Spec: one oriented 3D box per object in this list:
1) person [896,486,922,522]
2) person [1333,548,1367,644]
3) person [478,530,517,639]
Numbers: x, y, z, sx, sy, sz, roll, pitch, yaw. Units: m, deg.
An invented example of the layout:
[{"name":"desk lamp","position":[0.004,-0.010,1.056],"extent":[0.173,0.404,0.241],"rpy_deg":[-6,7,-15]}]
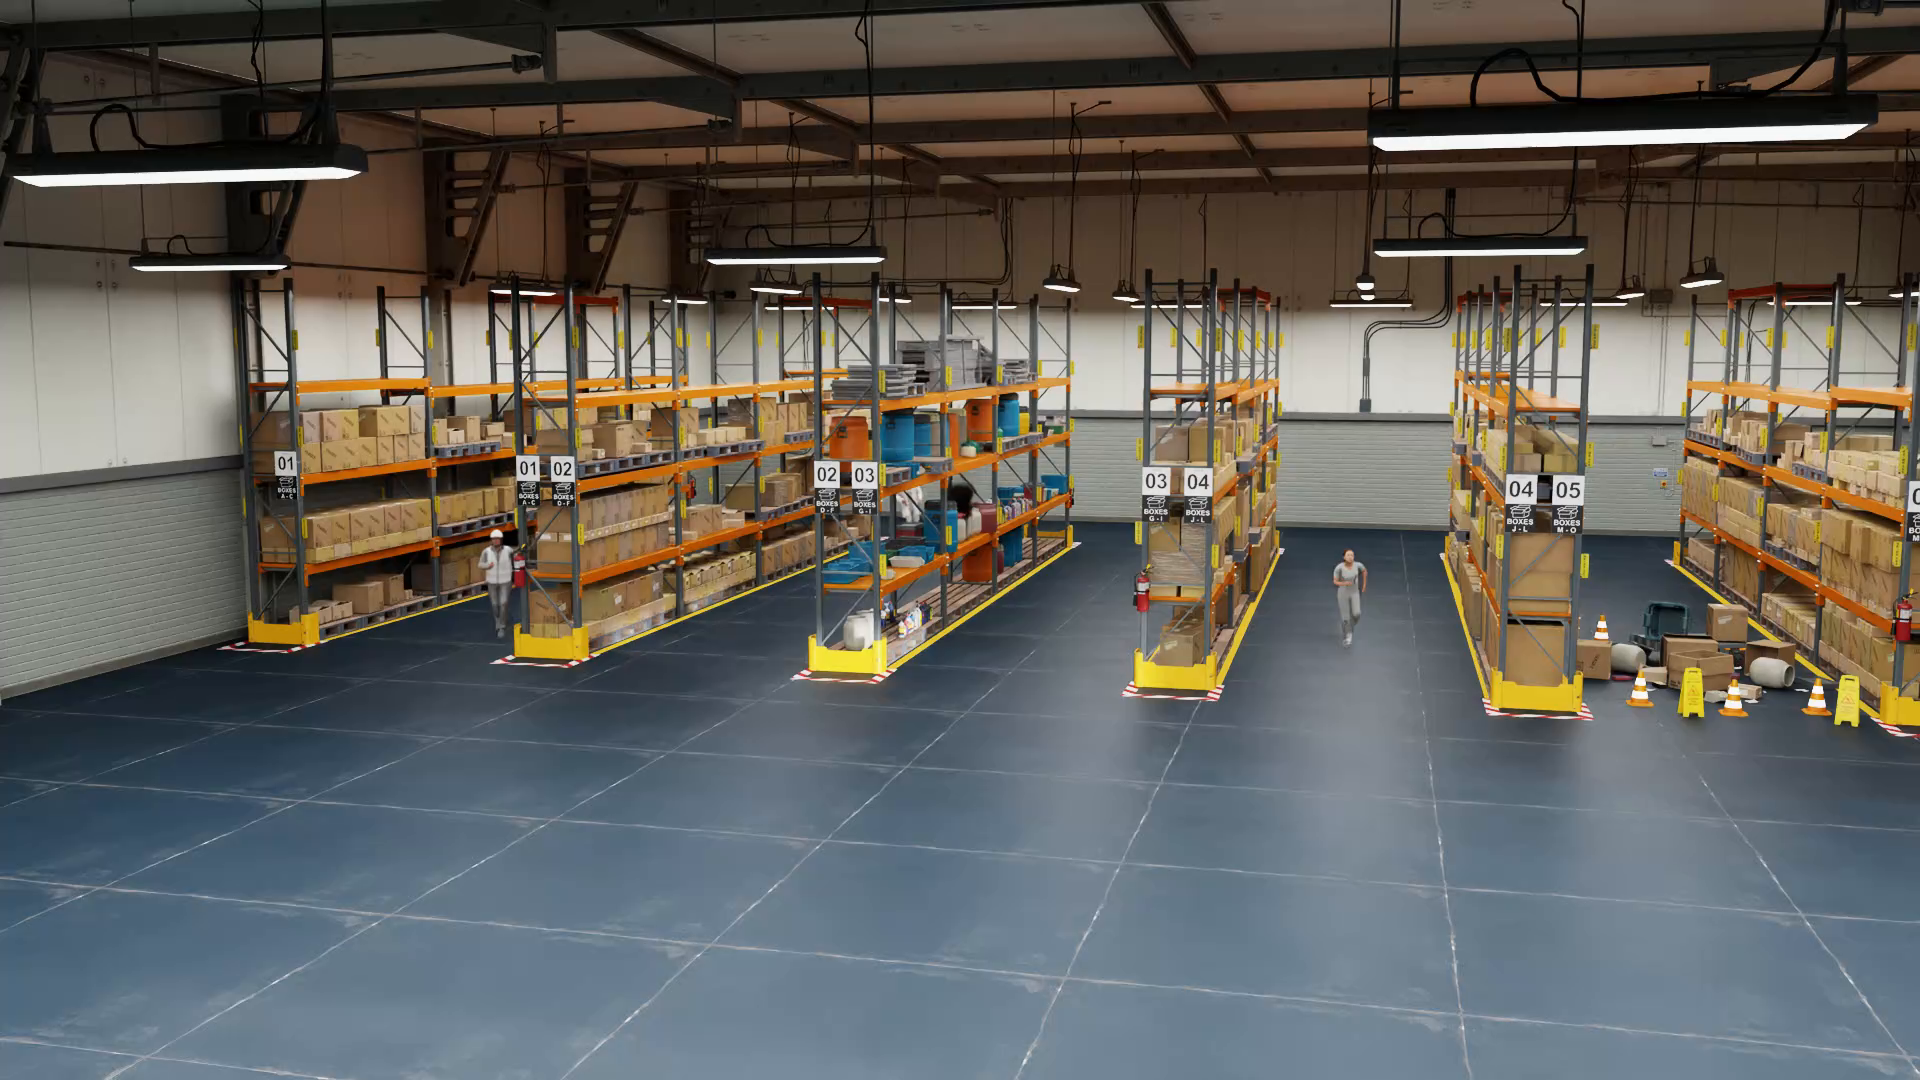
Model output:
[{"name":"person","position":[-1.292,-0.834,41.593],"extent":[0.738,1.733,0.615],"rpy_deg":[-2,7,-15]},{"name":"person","position":[6.374,0.927,27.165],"extent":[0.599,1.618,0.735],"rpy_deg":[0,7,1]},{"name":"person","position":[-7.845,0.716,28.288],"extent":[0.635,1.804,0.907],"rpy_deg":[-1,7,-7]}]
